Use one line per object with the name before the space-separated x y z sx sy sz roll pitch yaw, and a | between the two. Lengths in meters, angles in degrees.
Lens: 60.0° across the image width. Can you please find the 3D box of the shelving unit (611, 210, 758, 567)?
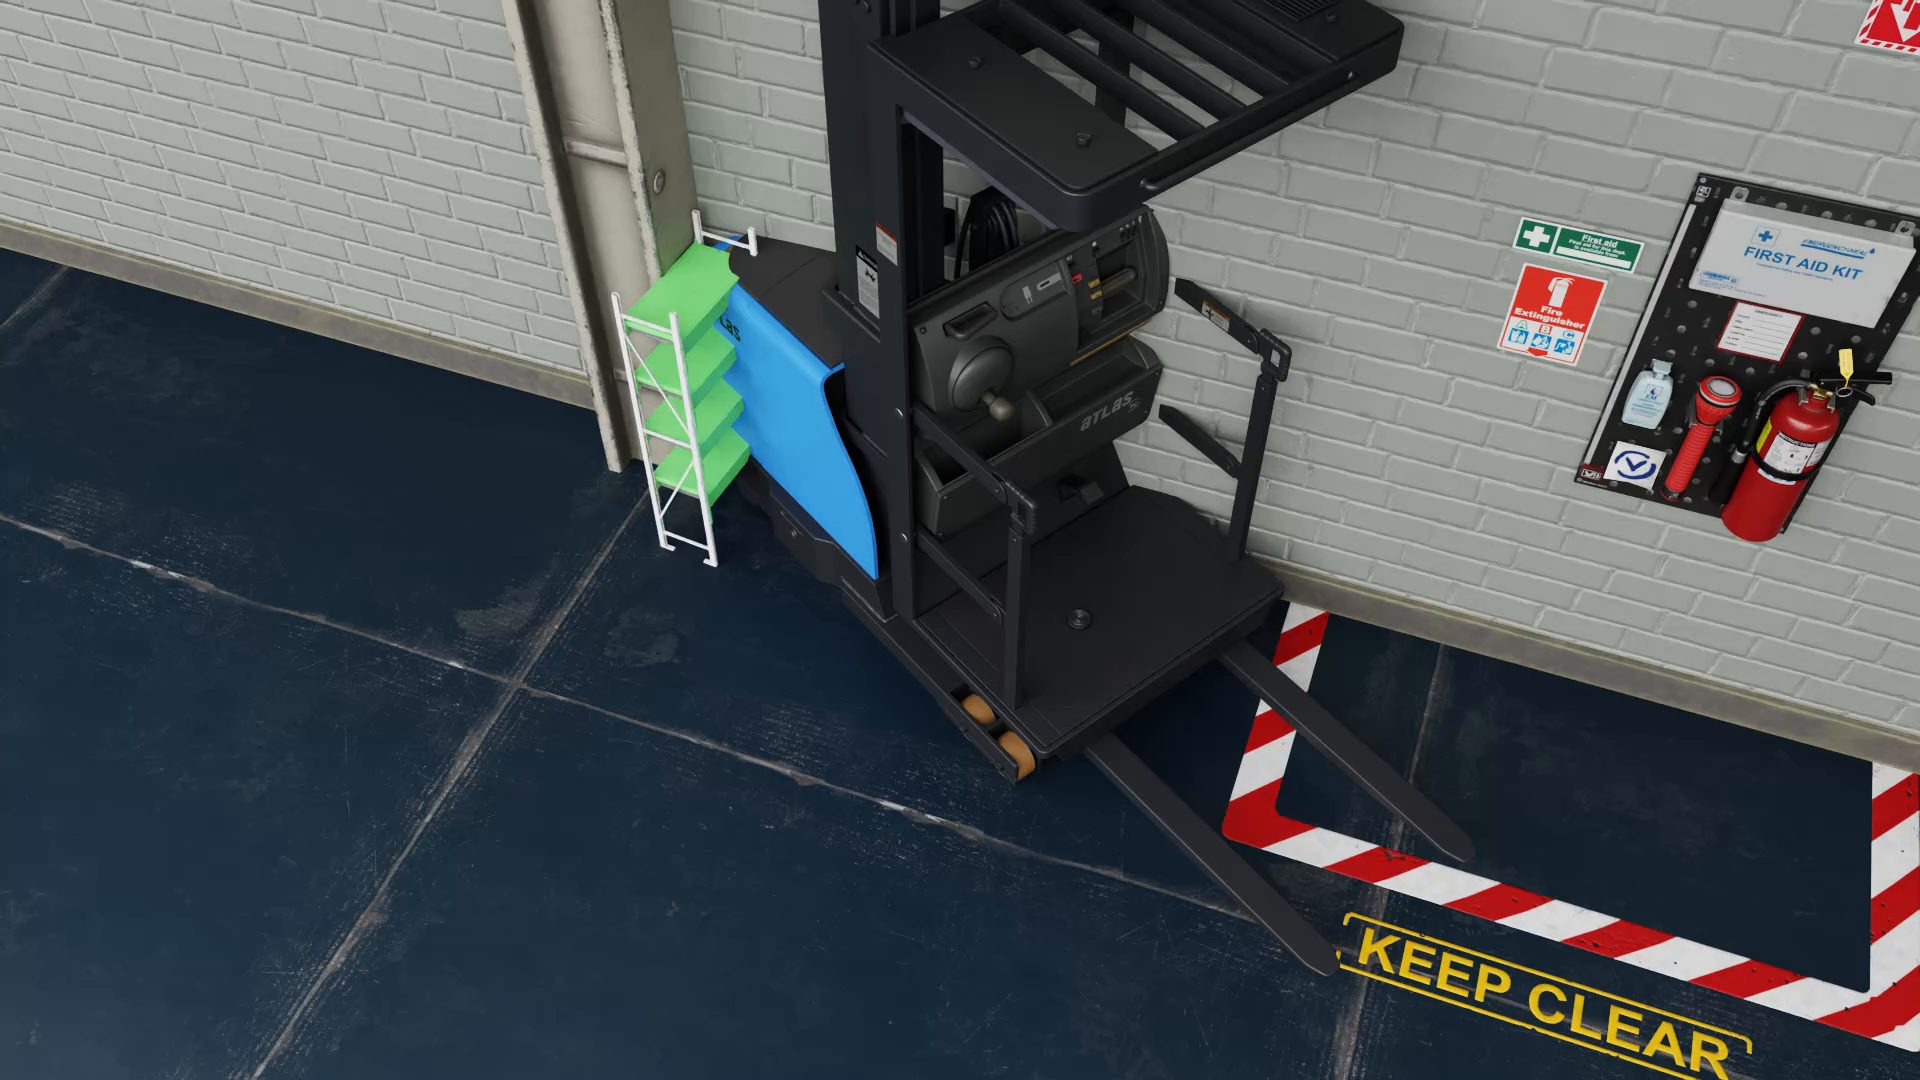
shelving unit | -0.903 -0.510 5.897 0.258 1.200 0.503 19 50 17

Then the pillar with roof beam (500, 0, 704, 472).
pillar with roof beam | -2.627 -0.229 0.494 0.400 9.000 9.100 16 51 13

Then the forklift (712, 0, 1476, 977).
forklift | 0.390 -0.590 4.822 1.130 2.935 3.031 -31 56 -24

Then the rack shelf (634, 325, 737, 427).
rack shelf | -0.903 -0.630 5.768 0.258 0.148 0.480 19 50 17

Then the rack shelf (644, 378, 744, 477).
rack shelf | -0.903 -0.467 5.944 0.258 0.148 0.480 19 50 17

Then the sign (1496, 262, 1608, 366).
sign | 1.706 -0.649 4.804 0.234 0.329 0.001 16 51 13

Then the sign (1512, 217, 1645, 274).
sign | 1.707 -0.815 4.597 0.331 0.109 0.001 16 51 13

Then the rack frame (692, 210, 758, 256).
rack frame | -0.797 -0.672 6.046 0.240 1.200 0.015 19 50 17

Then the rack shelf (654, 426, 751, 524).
rack shelf | -0.902 -0.305 6.121 0.258 0.148 0.480 19 50 17

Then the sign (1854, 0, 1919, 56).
sign | 2.216 -1.251 3.815 0.199 0.298 0.001 16 51 13

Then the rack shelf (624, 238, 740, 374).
rack shelf | -0.903 -0.792 5.591 0.258 0.148 0.480 19 50 17

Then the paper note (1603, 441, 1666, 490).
paper note | 2.046 -0.226 5.044 0.142 0.148 0.016 16 51 13

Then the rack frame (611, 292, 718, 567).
rack frame | -1.008 -0.348 5.749 0.240 1.200 0.015 19 50 17

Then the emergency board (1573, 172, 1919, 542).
emergency board | 2.189 -0.419 4.628 0.643 1.169 0.194 16 51 13
